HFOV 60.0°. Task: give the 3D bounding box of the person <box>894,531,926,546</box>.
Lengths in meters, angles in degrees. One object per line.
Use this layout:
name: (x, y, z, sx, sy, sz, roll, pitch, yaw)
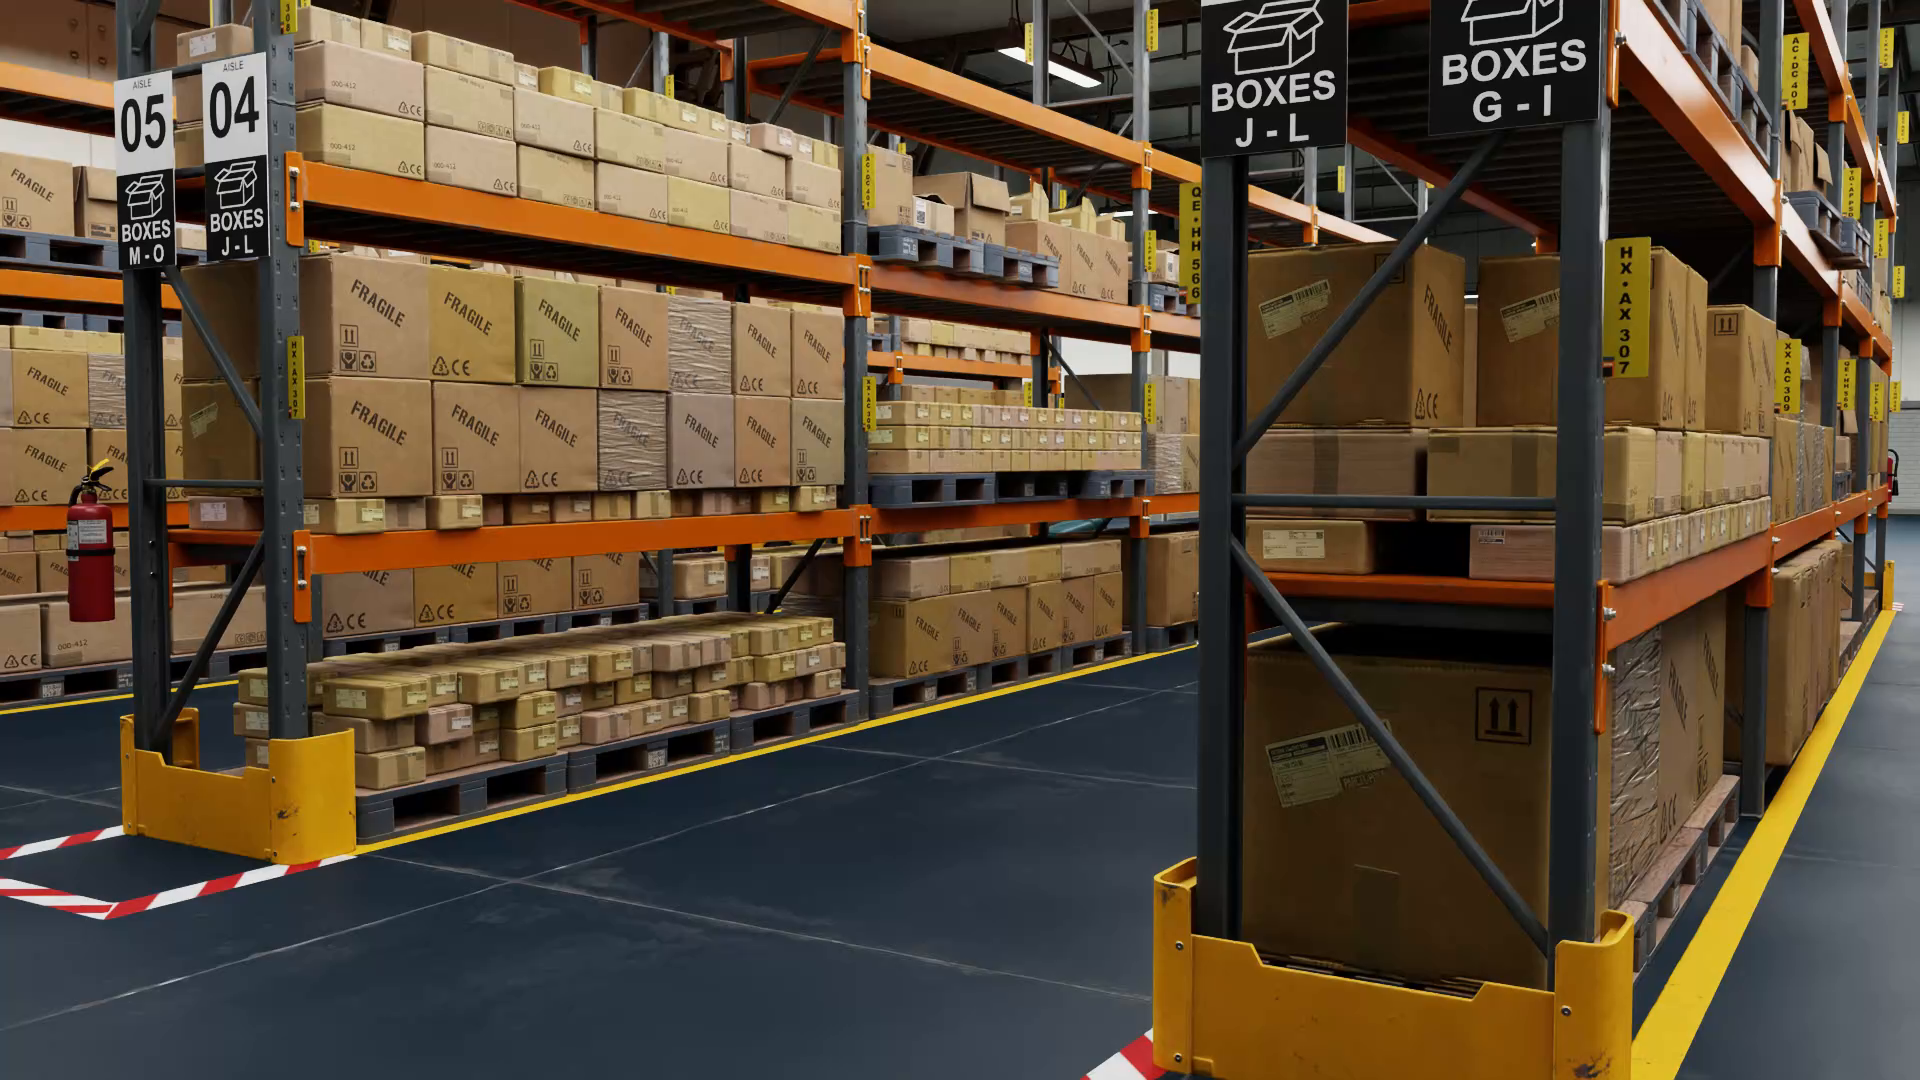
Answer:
person: (-0.497, -0.045, 16.635, 0.914, 1.613, 0.543, 0, 3, -1)
